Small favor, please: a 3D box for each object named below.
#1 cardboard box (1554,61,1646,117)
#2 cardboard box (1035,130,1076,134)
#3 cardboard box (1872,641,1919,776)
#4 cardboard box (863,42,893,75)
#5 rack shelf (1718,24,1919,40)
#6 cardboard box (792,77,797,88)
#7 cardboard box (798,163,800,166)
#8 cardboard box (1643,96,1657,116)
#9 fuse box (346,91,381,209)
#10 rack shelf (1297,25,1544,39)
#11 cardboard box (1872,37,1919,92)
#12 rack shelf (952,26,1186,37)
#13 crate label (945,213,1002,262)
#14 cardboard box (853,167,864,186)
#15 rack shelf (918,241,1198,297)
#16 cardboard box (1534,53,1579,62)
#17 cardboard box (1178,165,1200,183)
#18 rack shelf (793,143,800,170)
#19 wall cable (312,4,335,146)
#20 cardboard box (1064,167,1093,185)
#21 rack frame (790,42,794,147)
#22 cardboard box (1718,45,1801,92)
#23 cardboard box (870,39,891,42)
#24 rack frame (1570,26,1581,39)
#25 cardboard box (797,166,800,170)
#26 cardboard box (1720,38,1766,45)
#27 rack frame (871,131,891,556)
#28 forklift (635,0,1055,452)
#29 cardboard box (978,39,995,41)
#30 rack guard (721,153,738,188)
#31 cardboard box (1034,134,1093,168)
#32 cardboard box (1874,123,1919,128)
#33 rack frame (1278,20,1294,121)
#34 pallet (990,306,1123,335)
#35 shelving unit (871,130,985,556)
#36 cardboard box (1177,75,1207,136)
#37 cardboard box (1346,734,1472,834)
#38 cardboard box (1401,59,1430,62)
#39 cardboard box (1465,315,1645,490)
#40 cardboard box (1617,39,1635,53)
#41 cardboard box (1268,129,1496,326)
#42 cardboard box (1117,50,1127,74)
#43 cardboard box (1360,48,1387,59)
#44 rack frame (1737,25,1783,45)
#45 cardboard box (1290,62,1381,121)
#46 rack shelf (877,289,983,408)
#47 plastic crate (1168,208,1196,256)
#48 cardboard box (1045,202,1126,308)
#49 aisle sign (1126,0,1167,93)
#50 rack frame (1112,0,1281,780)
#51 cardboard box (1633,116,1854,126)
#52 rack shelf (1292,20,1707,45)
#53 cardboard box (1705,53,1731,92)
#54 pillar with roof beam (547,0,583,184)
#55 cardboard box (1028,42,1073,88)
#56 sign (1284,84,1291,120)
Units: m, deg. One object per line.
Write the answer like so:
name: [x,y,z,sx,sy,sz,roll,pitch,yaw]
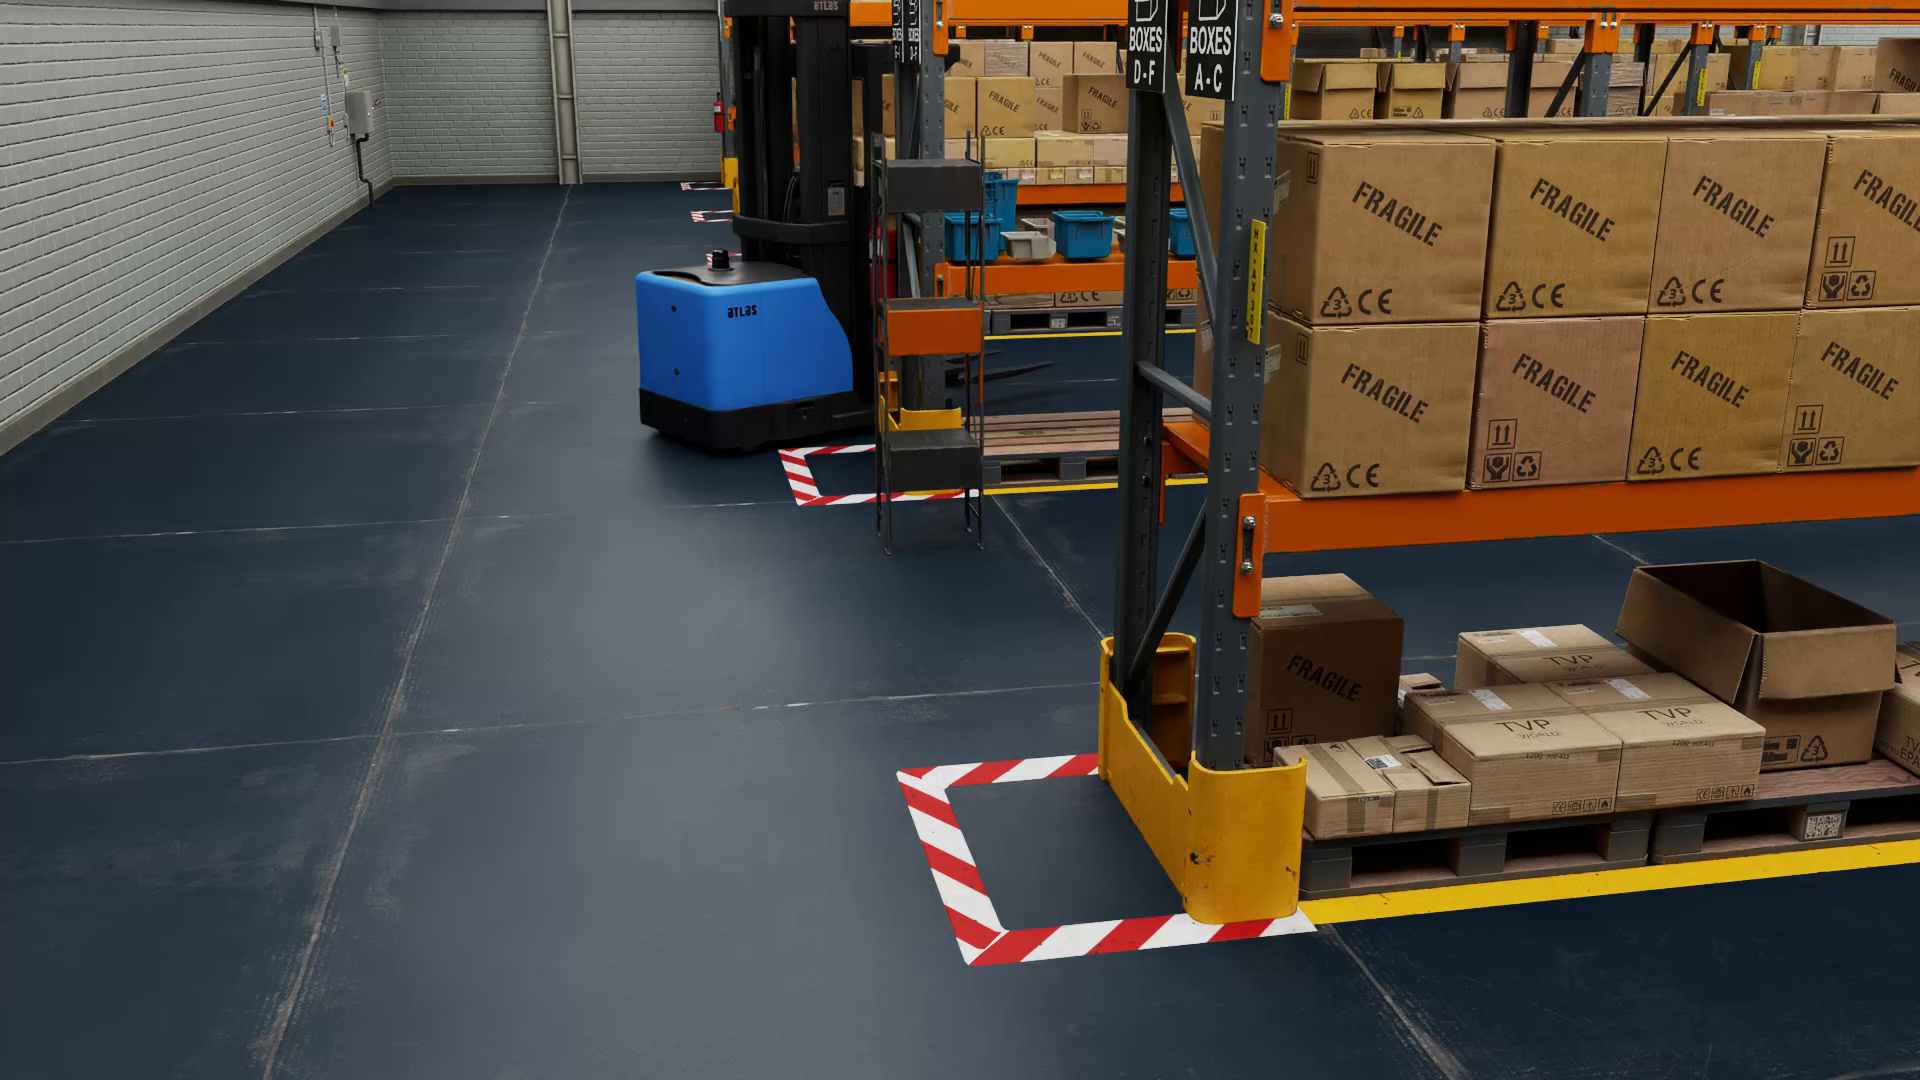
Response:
cardboard box: [5.954,-4.234,15.610,0.637,0.503,0.797,-3,17,-9]
cardboard box: [0.754,-3.558,15.036,0.500,0.250,0.500,-3,17,-10]
cardboard box: [3.381,0.566,5.690,0.500,0.311,0.500,-3,17,-10]
cardboard box: [-1.036,-5.379,18.836,0.500,0.500,0.500,-3,17,-9]
rack shelf: [11.724,-6.603,21.316,4.000,0.370,1.077,-3,17,-10]
cardboard box: [-2.535,-6.625,23.398,0.500,0.500,0.500,-4,17,-12]
cardboard box: [-2.540,-6.634,28.843,0.500,0.500,0.700,-3,17,-8]
cardboard box: [8.307,-5.287,20.744,0.500,0.500,0.500,-3,17,-10]
fuse box: [-8.847,-5.831,24.882,0.414,1.711,0.539,-3,17,-10]
rack shelf: [6.759,-7.801,25.218,4.000,0.370,1.077,-3,17,-10]
cardboard box: [9.796,-4.449,16.452,1.000,1.000,1.000,-3,17,-10]
rack shelf: [1.886,-9.009,29.151,4.000,0.370,1.077,-3,17,-10]
crate label: [0.065,-1.737,9.541,0.303,0.233,0.416,-3,17,-10]
cardboard box: [-0.769,-3.102,14.230,0.250,0.149,0.380,-3,17,-10]
rack shelf: [1.723,-1.637,10.258,4.000,0.370,1.077,-3,17,-10]
cardboard box: [7.275,-5.784,20.661,0.500,0.500,0.700,-4,17,-11]
cardboard box: [2.005,-3.260,14.745,0.250,0.149,0.380,-4,17,-11]
rack shelf: [-0.058,-4.500,19.580,4.000,0.370,1.077,-3,17,-10]
wall cable: [-8.592,-6.334,22.541,0.123,1.953,0.585,-3,17,-10]
cardboard box: [0.998,-3.203,14.559,0.250,0.149,0.380,-3,17,-10]
rack frame: [-2.022,-4.733,19.112,0.127,3.000,1.000,-3,17,-10]
cardboard box: [10.129,-6.000,21.142,0.550,0.550,0.875,-3,17,-10]
cardboard box: [-1.128,-7.004,23.529,0.250,0.149,0.380,-4,17,-12]
rack frame: [11.704,-8.476,31.299,0.127,3.000,1.000,-3,17,-10]
cardboard box: [-2.431,-5.196,24.268,0.875,0.438,0.875,-4,17,-12]
cardboard box: [12.189,-7.622,26.138,0.500,0.500,0.700,-4,17,-12]
rack frame: [-0.402,-0.981,8.429,0.015,2.100,0.400,-3,17,-10]
forklift: [-0.677,-2.291,11.279,3.031,2.935,1.130,-14,22,-37]
cardboard box: [0.346,-7.120,23.908,0.250,0.149,0.380,-3,17,-9]
rack guard: [-3.931,-6.394,28.778,0.348,0.500,1.175,-3,17,-10]
cardboard box: [0.857,-3.405,14.538,0.500,0.250,0.500,-4,17,-12]
cardboard box: [3.178,-1.030,5.182,0.500,0.500,0.500,-3,17,-10]
rack frame: [2.747,-3.520,15.164,0.127,3.000,1.000,-3,17,-10]
pallet: [0.786,-2.098,15.284,1.213,0.211,1.003,-3,17,-10]
shelving unit: [-0.162,-0.995,8.473,0.503,2.100,0.431,-3,17,-10]
cardboard box: [1.854,-3.820,14.611,0.500,0.500,0.500,-3,17,-10]
cardboard box: [1.418,0.765,5.290,0.250,0.166,0.380,-3,17,-10]
cardboard box: [6.804,-7.037,25.222,0.500,0.500,0.500,-4,18,-13]
cardboard box: [1.687,-0.468,5.057,0.500,0.500,0.500,-3,17,-11]
cardboard box: [10.199,-7.495,25.725,0.500,0.500,0.700,-4,17,-12]
cardboard box: [1.181,-0.916,4.811,0.500,0.500,0.500,-3,17,-9]
cardboard box: [2.341,-6.908,24.320,0.500,0.500,0.500,-4,17,-12]
cardboard box: [6.348,-7.473,25.536,0.250,0.149,0.380,-4,18,-13]
rack frame: [12.650,-7.045,26.641,0.127,3.000,1.000,-3,17,-10]
cardboard box: [3.373,-4.085,15.125,0.637,0.503,0.797,-4,17,-12]
rack shelf: [-0.162,-0.981,8.477,0.480,0.518,0.431,-3,17,-10]
plastic crate: [1.357,-1.810,9.780,0.300,0.233,0.416,-3,17,-10]
cardboard box: [1.201,-2.641,15.206,0.875,0.875,0.875,-3,17,-10]
aisle sign: [0.571,-1.769,5.033,0.004,0.787,0.394,-3,17,-10]
rack frame: [0.696,-0.441,5.140,0.127,3.000,1.000,-3,17,-10]
cardboard box: [2.589,-1.158,5.601,0.500,0.500,0.500,-3,17,-9]
rack shelf: [4.711,-4.722,15.192,4.000,0.370,1.077,-3,17,-10]
cardboard box: [9.274,-5.898,21.031,0.500,0.500,0.700,-4,17,-11]
pillar with roof beam: [-6.007,-9.321,23.833,0.400,9.000,9.100,-3,17,-10]
cardboard box: [0.989,-5.489,19.194,0.500,0.500,0.500,-4,17,-12]
sign: [2.854,-3.812,14.504,0.005,0.325,0.100,-3,17,-10]
